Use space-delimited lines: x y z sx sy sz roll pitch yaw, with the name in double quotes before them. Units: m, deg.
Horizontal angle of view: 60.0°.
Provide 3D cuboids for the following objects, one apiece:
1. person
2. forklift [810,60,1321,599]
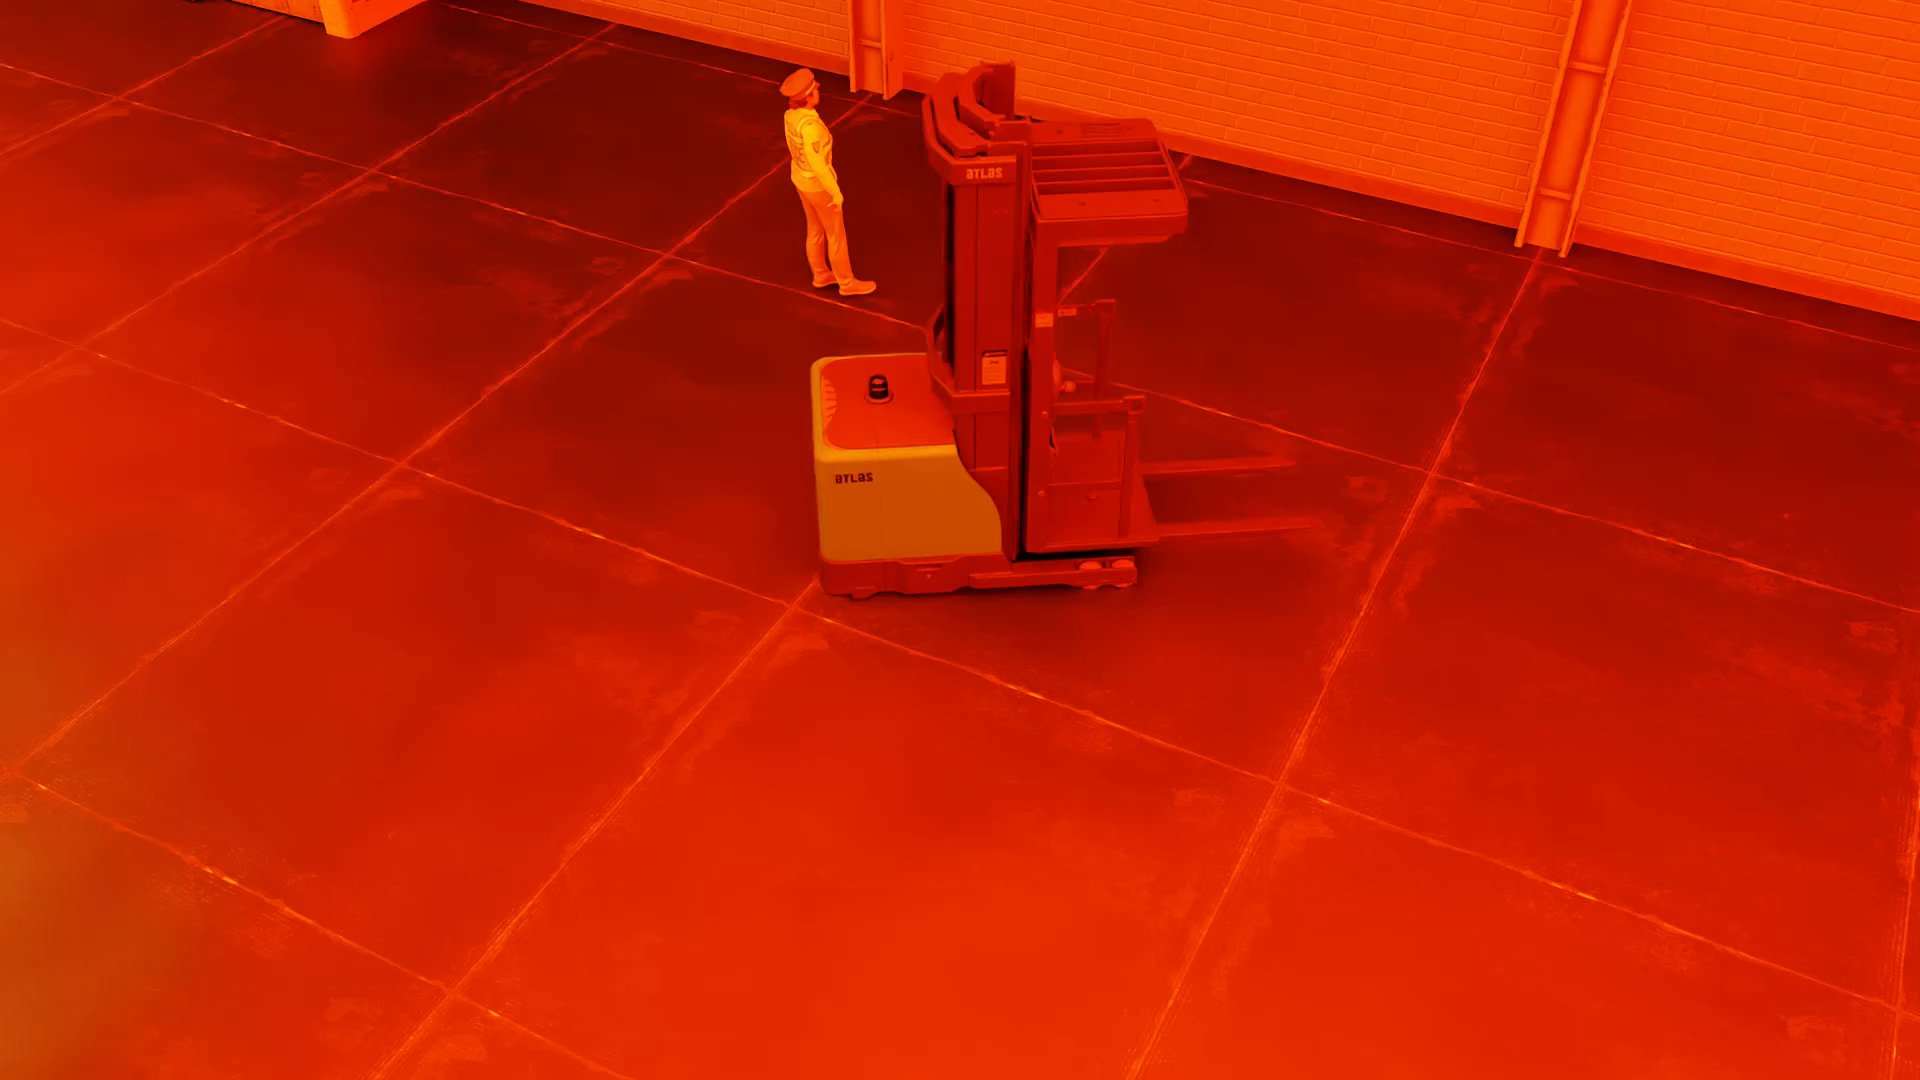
"person" -0.975 -2.591 12.016 0.530 1.693 0.583 -19 44 -22
"forklift" 0.643 -1.167 9.372 3.031 2.935 1.130 -3 40 -4
